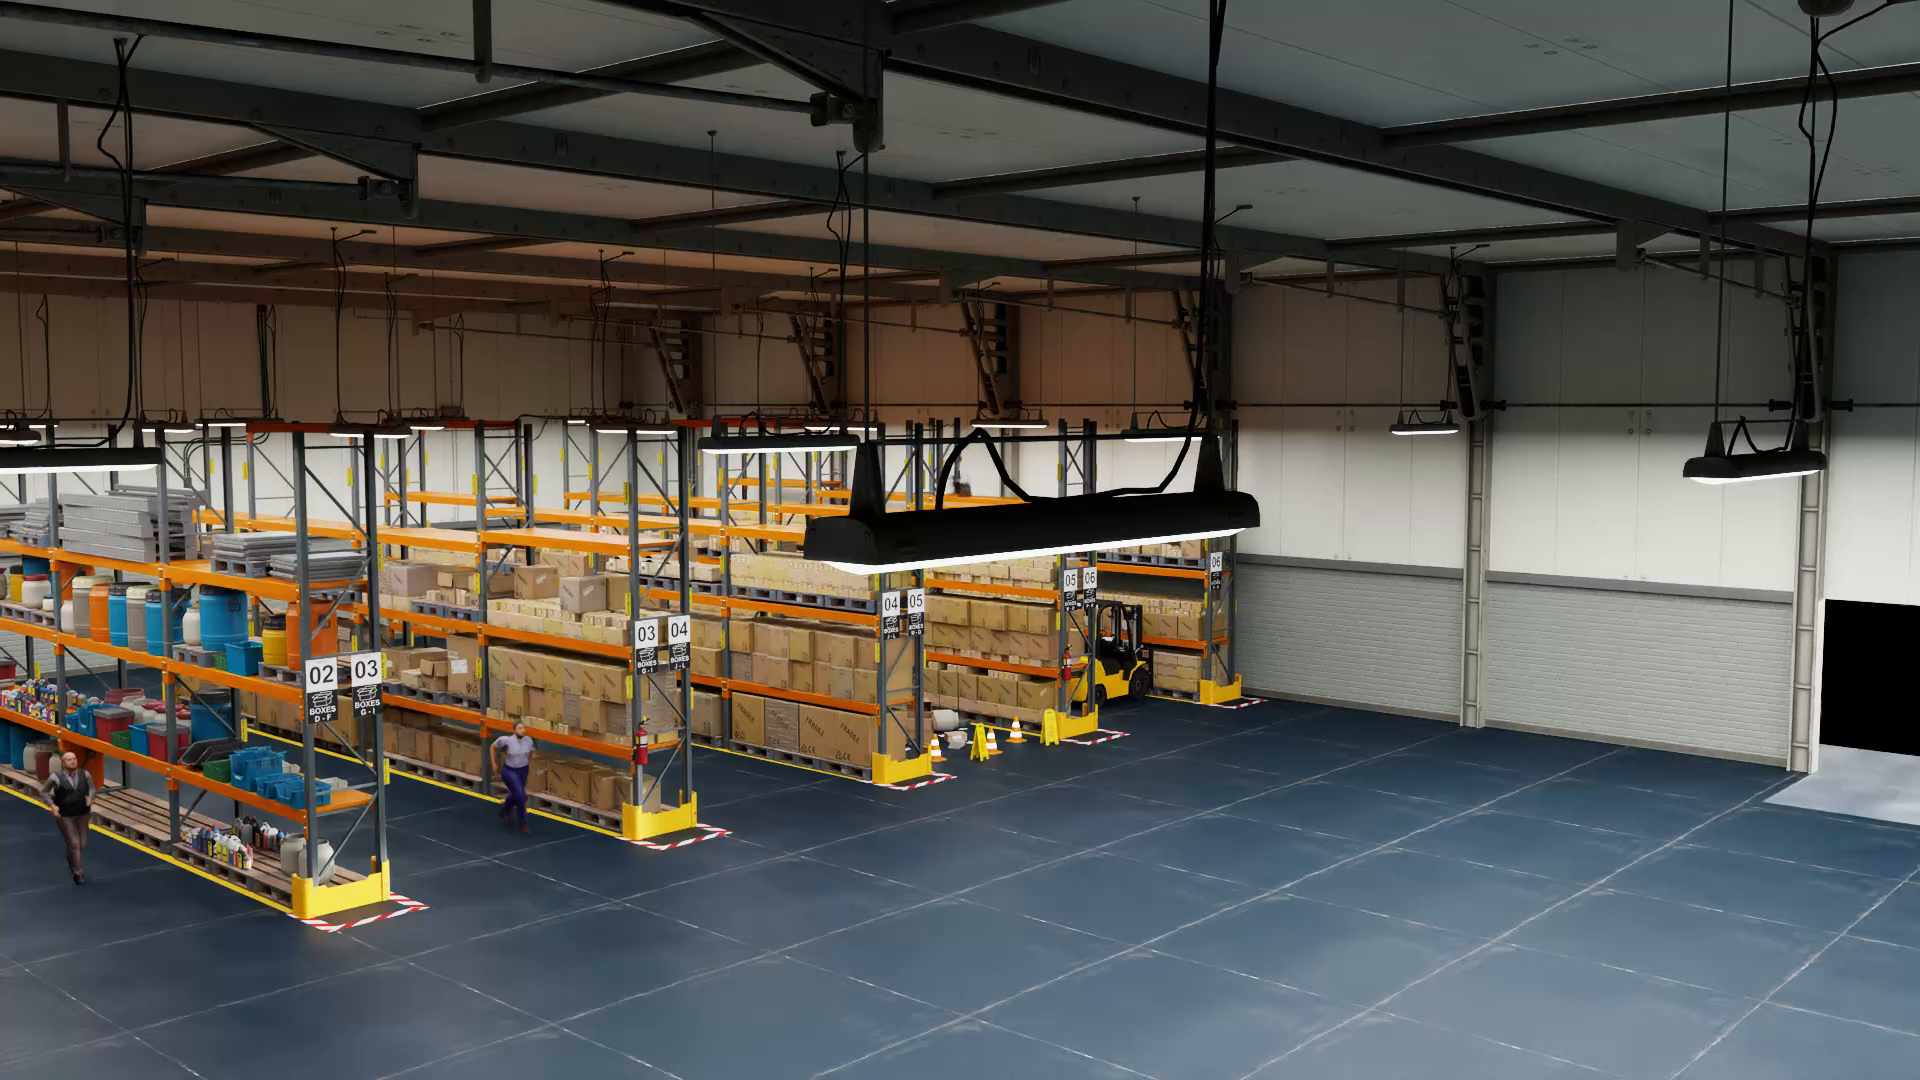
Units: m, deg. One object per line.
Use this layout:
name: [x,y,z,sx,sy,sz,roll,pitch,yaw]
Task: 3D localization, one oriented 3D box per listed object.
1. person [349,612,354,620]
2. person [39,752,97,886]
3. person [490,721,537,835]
person: [-14.142,2.331,38.695,0.578,1.657,0.852,2,5,28]
person: [-11.808,3.671,22.090,0.803,1.725,0.665,4,6,41]
person: [-6.631,3.506,24.723,0.840,1.694,0.626,4,6,42]
